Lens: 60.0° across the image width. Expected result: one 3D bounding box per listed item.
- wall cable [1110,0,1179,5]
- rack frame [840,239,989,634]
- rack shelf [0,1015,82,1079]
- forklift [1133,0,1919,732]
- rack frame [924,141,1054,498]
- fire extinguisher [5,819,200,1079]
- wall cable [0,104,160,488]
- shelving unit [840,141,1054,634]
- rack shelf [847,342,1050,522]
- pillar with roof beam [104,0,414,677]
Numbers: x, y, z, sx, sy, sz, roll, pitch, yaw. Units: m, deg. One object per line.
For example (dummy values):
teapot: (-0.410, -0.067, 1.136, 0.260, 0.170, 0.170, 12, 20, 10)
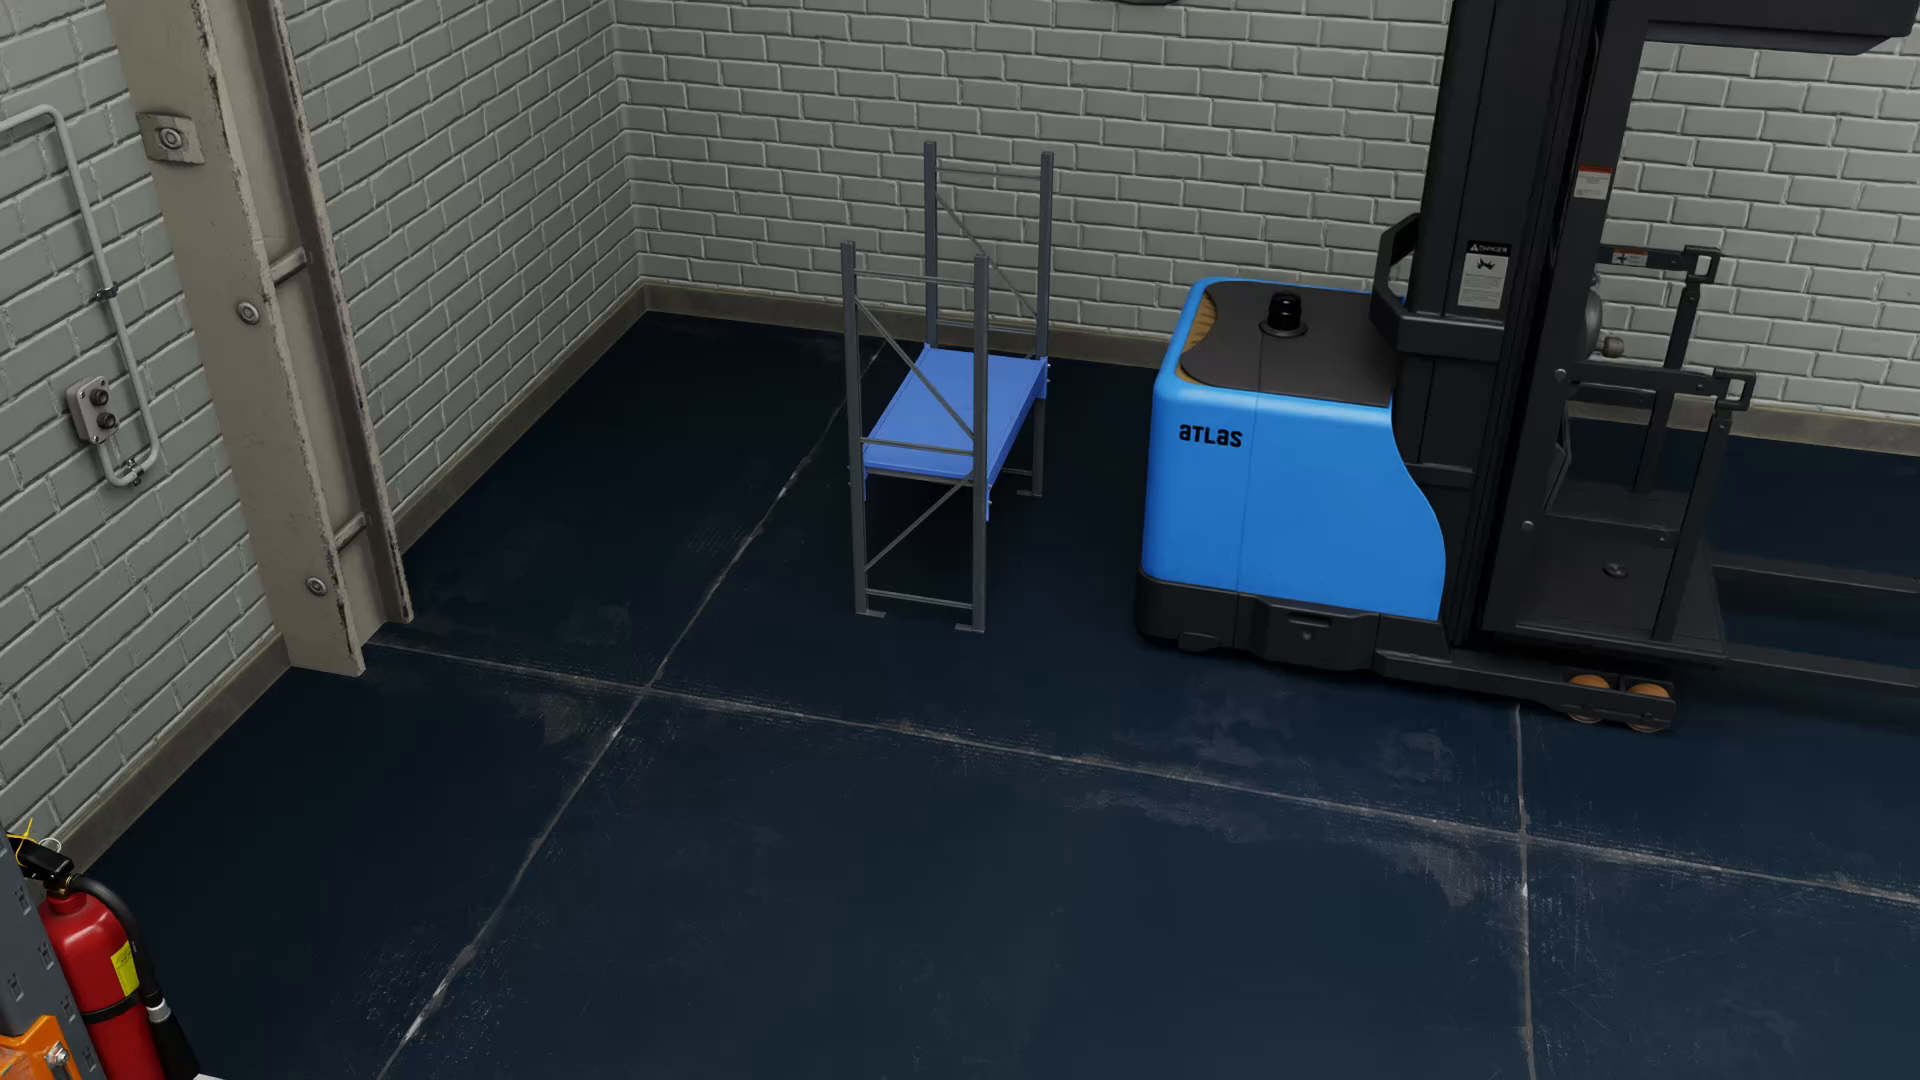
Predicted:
wall cable: (-0.330, -3.486, 6.740, 3.097, 2.526, 0.112, 8, 33, 12)
rack frame: (-0.151, -0.325, 5.863, 0.500, 1.500, 0.032, 8, 33, 12)
rack shelf: (-2.618, 1.963, 1.536, 1.077, 0.370, 4.000, 8, 33, 12)
forklift: (2.216, -0.894, 5.424, 3.031, 2.935, 1.130, 8, 33, 13)
rack frame: (0.107, -0.852, 6.693, 0.500, 1.500, 0.032, 8, 33, 12)
fire extinguisher: (-1.626, 0.796, 3.121, 0.296, 0.674, 0.183, 8, 33, 12)
wall cable: (-2.701, -0.600, 3.951, 0.084, 1.984, 1.851, 8, 33, 12)
shelving unit: (-0.022, -0.589, 6.278, 0.538, 1.500, 1.048, 8, 33, 12)
rack shelf: (-0.022, -0.437, 6.375, 0.538, 0.185, 1.000, 8, 33, 12)
pillar with roof beam: (1.902, -2.843, 2.834, 9.100, 9.000, 0.400, 8, 33, 12)
